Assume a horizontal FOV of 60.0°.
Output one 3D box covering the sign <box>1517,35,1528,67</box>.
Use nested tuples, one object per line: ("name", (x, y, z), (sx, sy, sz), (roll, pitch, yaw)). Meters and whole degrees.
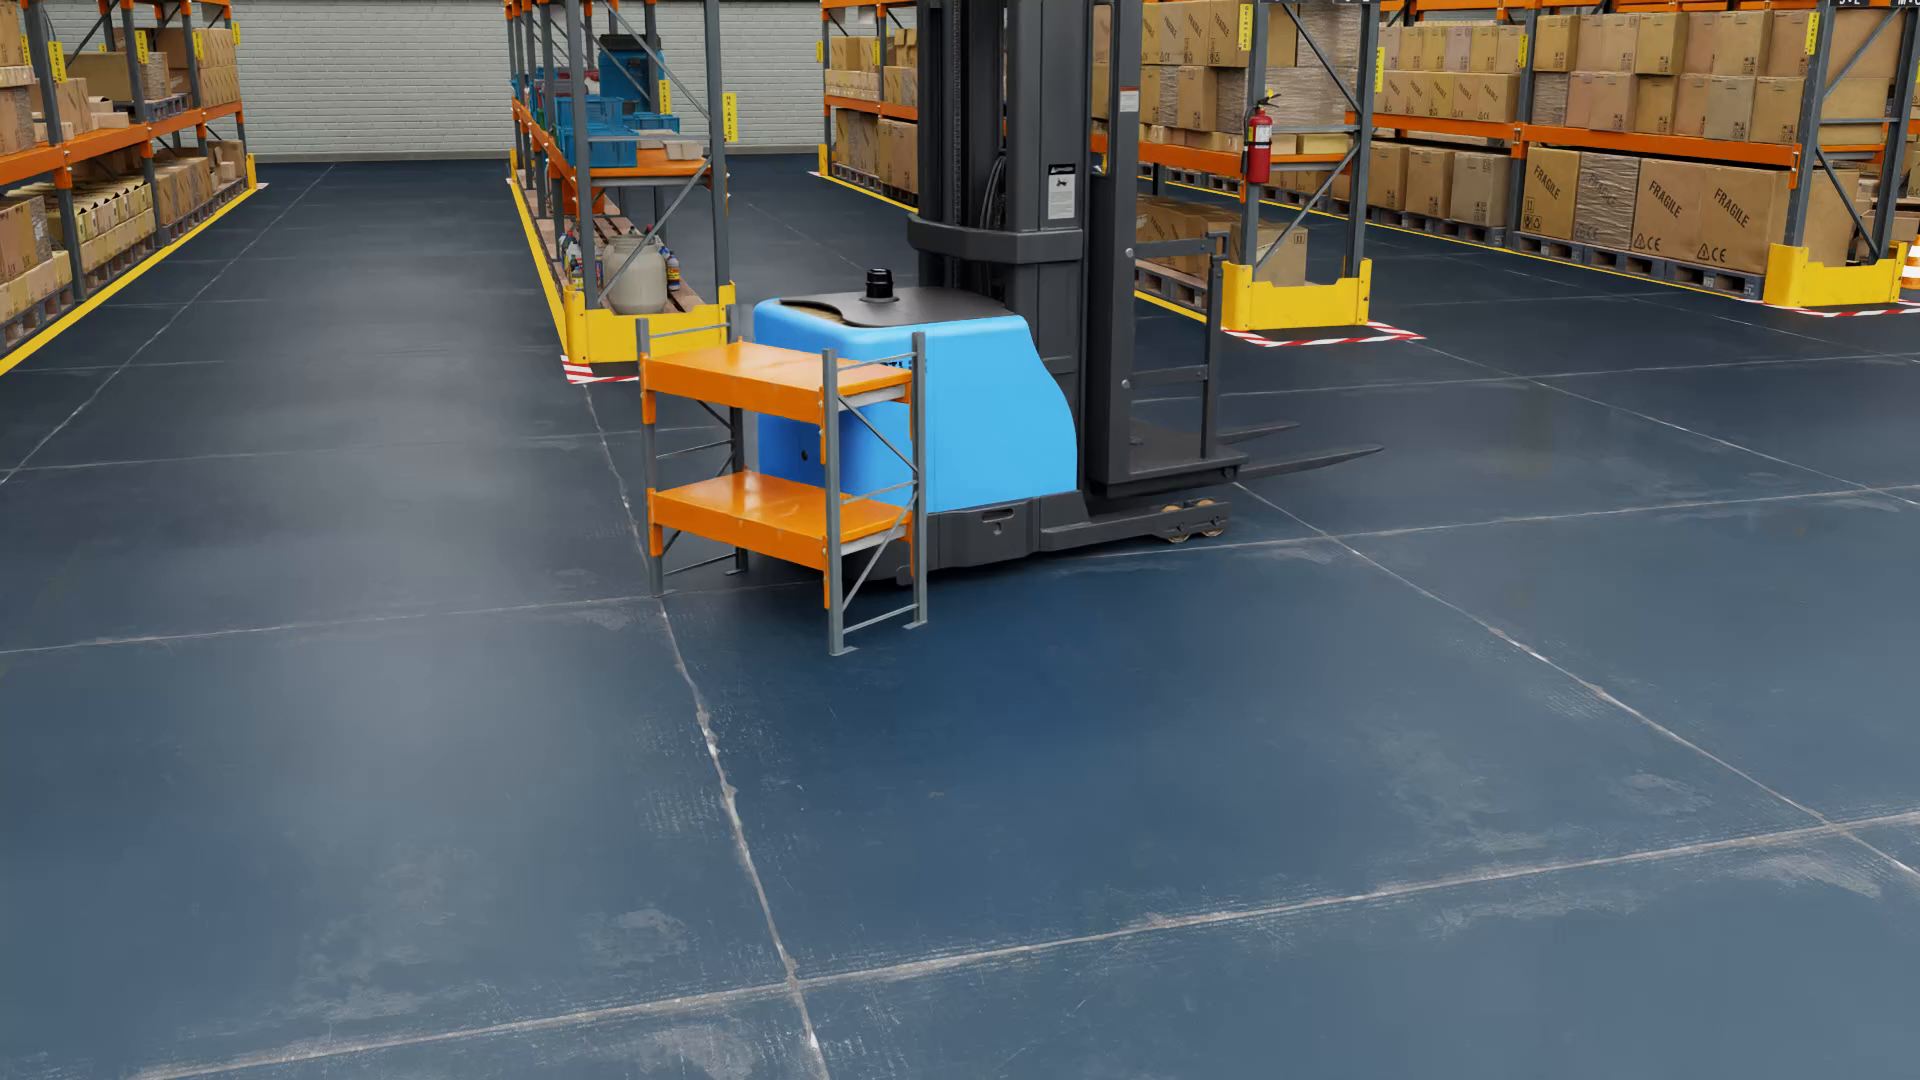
("sign", (5.828, -5.060, 17.208), (0.100, 0.325, 0.005), (-5, 17, -15))

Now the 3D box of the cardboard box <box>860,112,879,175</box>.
("cardboard box", (-1.000, -6.059, 25.373), (0.875, 0.875, 0.875), (-5, 17, -15))

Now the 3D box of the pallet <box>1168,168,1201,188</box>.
("pallet", (3.930, -5.649, 25.892), (1.003, 0.211, 1.213), (-5, 17, -15))

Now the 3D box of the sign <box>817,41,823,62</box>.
("sign", (-2.283, -7.954, 27.077), (0.100, 0.325, 0.005), (-5, 17, -15))

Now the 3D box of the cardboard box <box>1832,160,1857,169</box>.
("cardboard box", (13.993, -6.038, 25.955), (0.500, 0.500, 0.500), (-5, 18, -17))

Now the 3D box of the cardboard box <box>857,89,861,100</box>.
("cardboard box", (-1.330, -6.661, 24.848), (0.380, 0.149, 0.250), (-4, 17, -14))

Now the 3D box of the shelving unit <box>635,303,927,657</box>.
("shelving unit", (-0.686, -0.266, 6.382), (1.048, 1.125, 0.538), (14, 22, 39))

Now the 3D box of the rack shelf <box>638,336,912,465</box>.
("rack shelf", (-0.686, -0.546, 6.298), (1.000, 0.278, 0.538), (14, 22, 39))

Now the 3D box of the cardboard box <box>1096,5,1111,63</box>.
("cardboard box", (1.568, -4.611, 15.161), (0.500, 0.500, 0.500), (-5, 17, -15))

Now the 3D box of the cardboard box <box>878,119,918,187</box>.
("cardboard box", (-0.453, -5.446, 23.331), (1.225, 0.875, 0.875), (-5, 17, -15))

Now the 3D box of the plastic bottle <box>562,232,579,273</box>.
("plastic bottle", (-3.337, -2.467, 14.291), (0.144, 0.351, 0.185), (-5, 18, -18))

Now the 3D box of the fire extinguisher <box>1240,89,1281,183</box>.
("fire extinguisher", (2.238, -3.013, 12.404), (0.296, 0.674, 0.183), (-5, 17, -15))

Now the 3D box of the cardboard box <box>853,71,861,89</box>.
("cardboard box", (-1.307, -6.894, 24.932), (0.500, 0.250, 0.500), (-4, 17, -14))

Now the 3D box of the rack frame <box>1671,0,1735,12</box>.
("rack frame", (9.979, -6.115, 22.595), (1.000, 3.000, 0.127), (-5, 17, -15))

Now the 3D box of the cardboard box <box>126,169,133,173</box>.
("cardboard box", (-9.700, -3.946, 18.955), (0.500, 0.500, 0.500), (-5, 18, -17))

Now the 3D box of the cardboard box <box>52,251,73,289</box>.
("cardboard box", (-7.638, -2.216, 13.665), (0.500, 0.250, 0.500), (-5, 17, -15))

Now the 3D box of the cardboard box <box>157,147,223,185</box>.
("cardboard box", (-10.696, -5.190, 23.090), (0.797, 0.503, 0.637), (-5, 17, -15))

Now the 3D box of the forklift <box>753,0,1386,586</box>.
("forklift", (0.628, -1.510, 7.383), (3.031, 2.935, 1.130), (-10, 19, -29))

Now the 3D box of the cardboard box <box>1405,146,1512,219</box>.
("cardboard box", (5.828, -4.144, 19.216), (1.050, 0.750, 0.750), (-5, 17, -15))

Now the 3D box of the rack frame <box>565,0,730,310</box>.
("rack frame", (-2.113, -2.727, 11.316), (1.000, 3.000, 0.127), (-5, 17, -15))

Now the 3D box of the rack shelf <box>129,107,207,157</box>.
("rack shelf", (-9.625, -4.758, 19.328), (1.077, 0.370, 4.000), (-5, 17, -15))

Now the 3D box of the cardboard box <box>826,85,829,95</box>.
("cardboard box", (-1.967, -7.300, 26.976), (0.380, 0.149, 0.250), (-4, 17, -15))

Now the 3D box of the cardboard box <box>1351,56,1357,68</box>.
("cardboard box", (5.306, -6.206, 21.570), (0.380, 0.149, 0.250), (-5, 17, -15))

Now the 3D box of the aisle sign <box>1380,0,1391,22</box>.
("aisle sign", (7.482, -9.570, 29.577), (0.394, 0.787, 0.004), (-5, 17, -15))

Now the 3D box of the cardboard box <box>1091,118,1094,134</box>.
("cardboard box", (1.376, -3.951, 15.828), (0.380, 0.149, 0.250), (-5, 17, -15))

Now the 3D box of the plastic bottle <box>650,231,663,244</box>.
("plastic bottle", (-2.616, -2.478, 14.326), (0.144, 0.351, 0.185), (-5, 17, -16))

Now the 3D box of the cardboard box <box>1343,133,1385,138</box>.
("cardboard box", (5.291, -5.268, 22.089), (0.500, 0.250, 0.500), (-6, 18, -18))

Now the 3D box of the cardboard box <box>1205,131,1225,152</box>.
("cardboard box", (2.186, -3.195, 13.311), (0.380, 0.149, 0.250), (-5, 17, -15))

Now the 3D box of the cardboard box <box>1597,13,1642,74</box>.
("cardboard box", (6.694, -4.770, 15.980), (0.875, 0.550, 0.550), (-5, 17, -15))

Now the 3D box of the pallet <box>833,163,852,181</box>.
("pallet", (-1.453, -5.994, 27.039), (1.003, 0.211, 1.213), (-5, 17, -15))

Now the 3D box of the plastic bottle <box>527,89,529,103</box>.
("plastic bottle", (-5.332, -5.508, 20.791), (0.152, 0.276, 0.135), (-5, 17, -15))

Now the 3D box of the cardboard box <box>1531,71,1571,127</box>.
("cardboard box", (6.460, -4.560, 17.157), (0.875, 0.550, 0.550), (-5, 17, -15))

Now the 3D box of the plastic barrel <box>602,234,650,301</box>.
("plastic barrel", (-2.505, -2.051, 12.661), (0.421, 0.512, 0.421), (0, 17, 0))

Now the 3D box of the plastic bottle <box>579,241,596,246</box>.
("plastic bottle", (-3.251, -2.531, 14.503), (0.144, 0.351, 0.185), (-5, 17, -15))

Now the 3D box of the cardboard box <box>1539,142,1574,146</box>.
("cardboard box", (9.383, -5.990, 25.144), (0.875, 0.875, 0.875), (-4, 17, -14))

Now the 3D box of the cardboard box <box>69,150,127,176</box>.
("cardboard box", (-9.577, -4.177, 18.421), (0.500, 0.250, 0.500), (-4, 17, -13))

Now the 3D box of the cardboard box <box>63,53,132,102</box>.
("cardboard box", (-9.356, -4.963, 17.858), (0.700, 0.500, 0.500), (-12, 20, -34))

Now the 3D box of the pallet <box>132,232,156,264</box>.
("pallet", (-8.886, -2.983, 17.015), (1.003, 0.211, 1.213), (-5, 17, -15))

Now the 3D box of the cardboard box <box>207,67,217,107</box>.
("cardboard box", (-10.196, -6.007, 22.063), (0.500, 0.500, 0.500), (-4, 17, -14))

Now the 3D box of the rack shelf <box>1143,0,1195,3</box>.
("rack shelf", (3.599, -8.447, 26.396), (1.077, 0.370, 4.000), (-5, 17, -15))

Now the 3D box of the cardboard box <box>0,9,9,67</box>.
("cardboard box", (-7.708, -3.850, 12.626), (0.700, 0.500, 0.500), (-5, 17, -15))

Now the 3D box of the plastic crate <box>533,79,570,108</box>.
("plastic crate", (-4.161, -4.499, 17.105), (0.402, 0.464, 0.583), (-5, 17, -15))

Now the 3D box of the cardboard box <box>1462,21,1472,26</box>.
("cardboard box", (8.375, -8.339, 26.958), (0.380, 0.149, 0.250), (-5, 17, -16))

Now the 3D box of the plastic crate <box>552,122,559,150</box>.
("plastic crate", (-3.110, -3.334, 13.706), (0.450, 0.188, 0.662), (-5, 17, -15))

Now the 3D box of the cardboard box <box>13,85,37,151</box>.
("cardboard box", (-7.848, -3.368, 13.278), (0.700, 0.500, 0.500), (-5, 17, -17))

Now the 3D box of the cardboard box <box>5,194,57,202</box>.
("cardboard box", (-8.781, -3.106, 15.652), (0.500, 0.311, 0.500), (-5, 17, -16))

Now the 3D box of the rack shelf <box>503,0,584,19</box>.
("rack shelf", (-5.960, -7.691, 23.880), (1.077, 0.370, 4.000), (-5, 17, -15))

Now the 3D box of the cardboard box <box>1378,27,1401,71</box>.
("cardboard box", (5.502, -5.957, 20.159), (0.700, 0.500, 0.500), (-5, 17, -16))

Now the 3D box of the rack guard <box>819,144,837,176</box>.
("rack guard", (-1.754, -6.354, 27.735), (1.175, 0.500, 0.348), (-5, 17, -15))

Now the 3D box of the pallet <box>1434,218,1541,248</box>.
("pallet", (6.062, -3.461, 18.607), (1.003, 0.211, 1.213), (-5, 17, -15))
